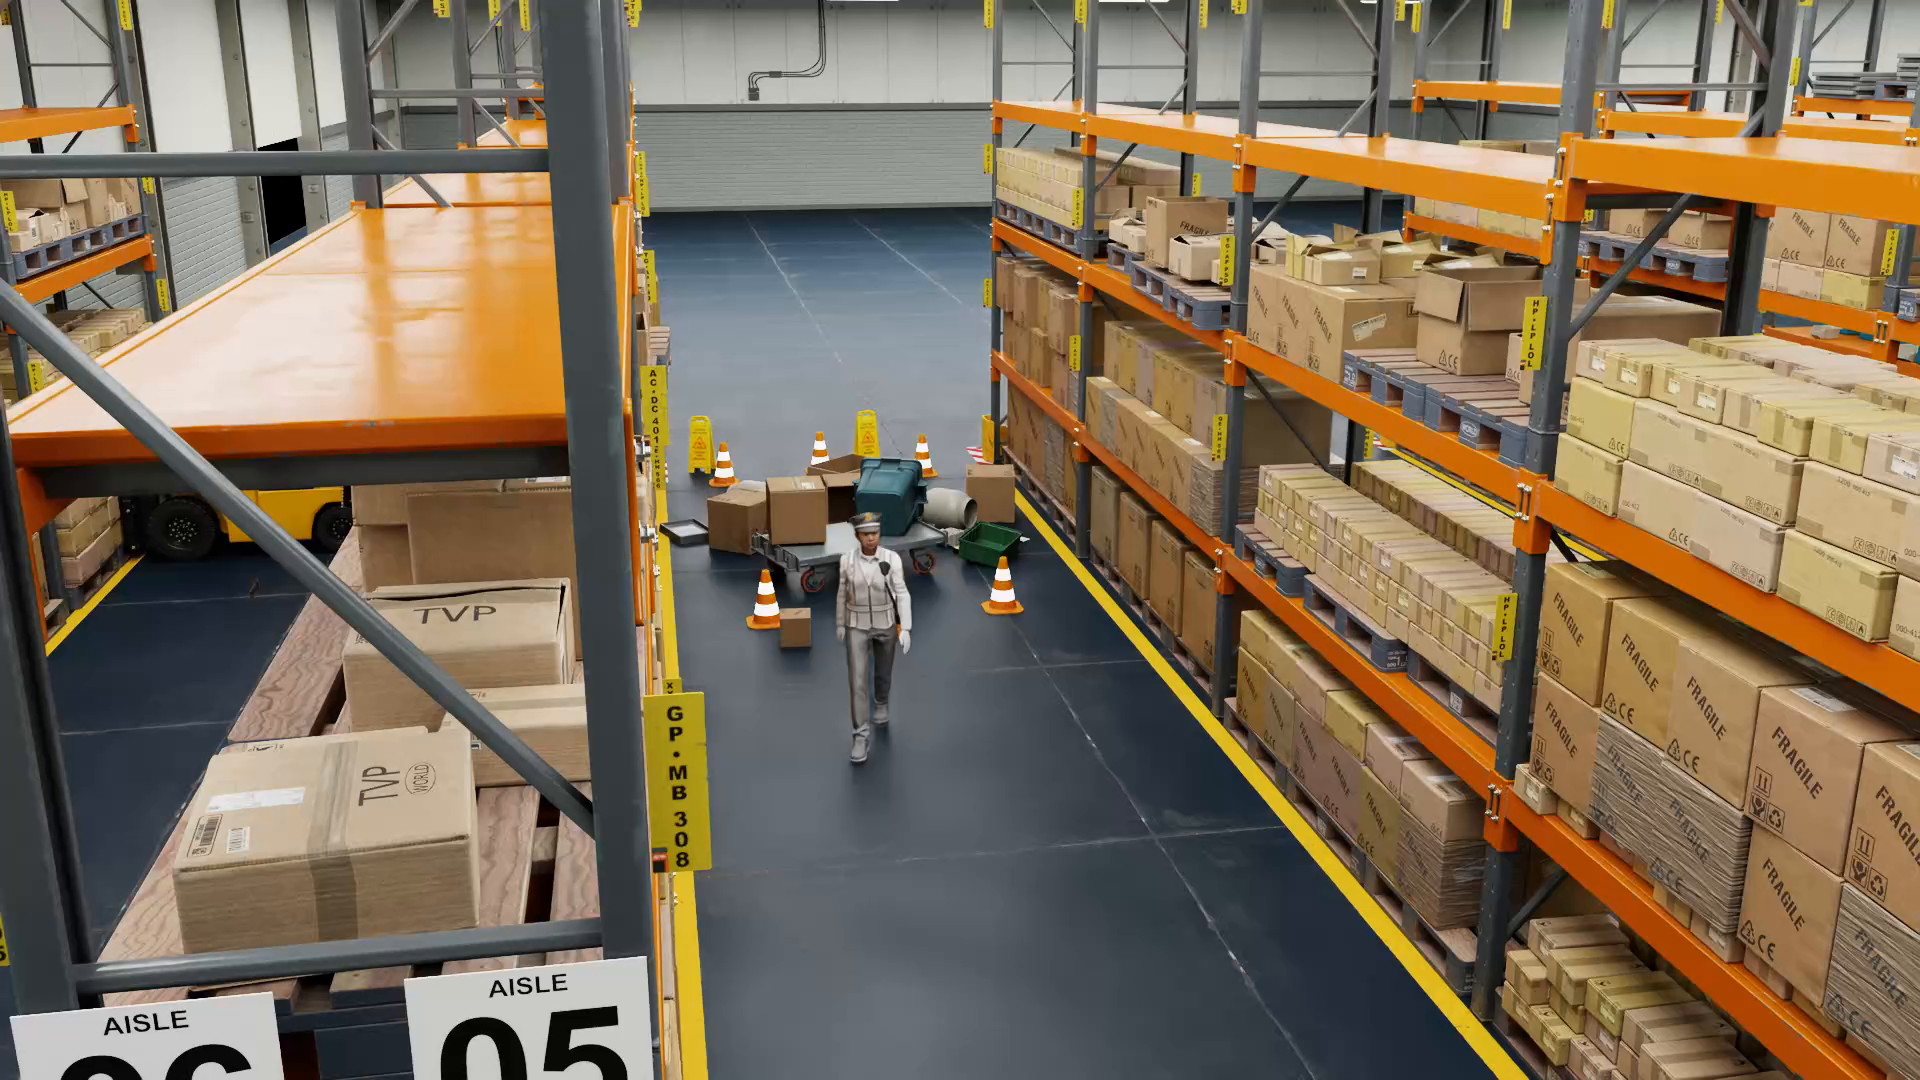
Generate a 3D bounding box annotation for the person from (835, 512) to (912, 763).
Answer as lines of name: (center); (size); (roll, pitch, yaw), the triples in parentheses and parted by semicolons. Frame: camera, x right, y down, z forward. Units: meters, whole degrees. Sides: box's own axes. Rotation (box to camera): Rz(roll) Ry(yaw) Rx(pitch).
person: (-0.593, 0.603, 11.394); (0.521, 1.634, 0.981); (-1, 17, -4)
